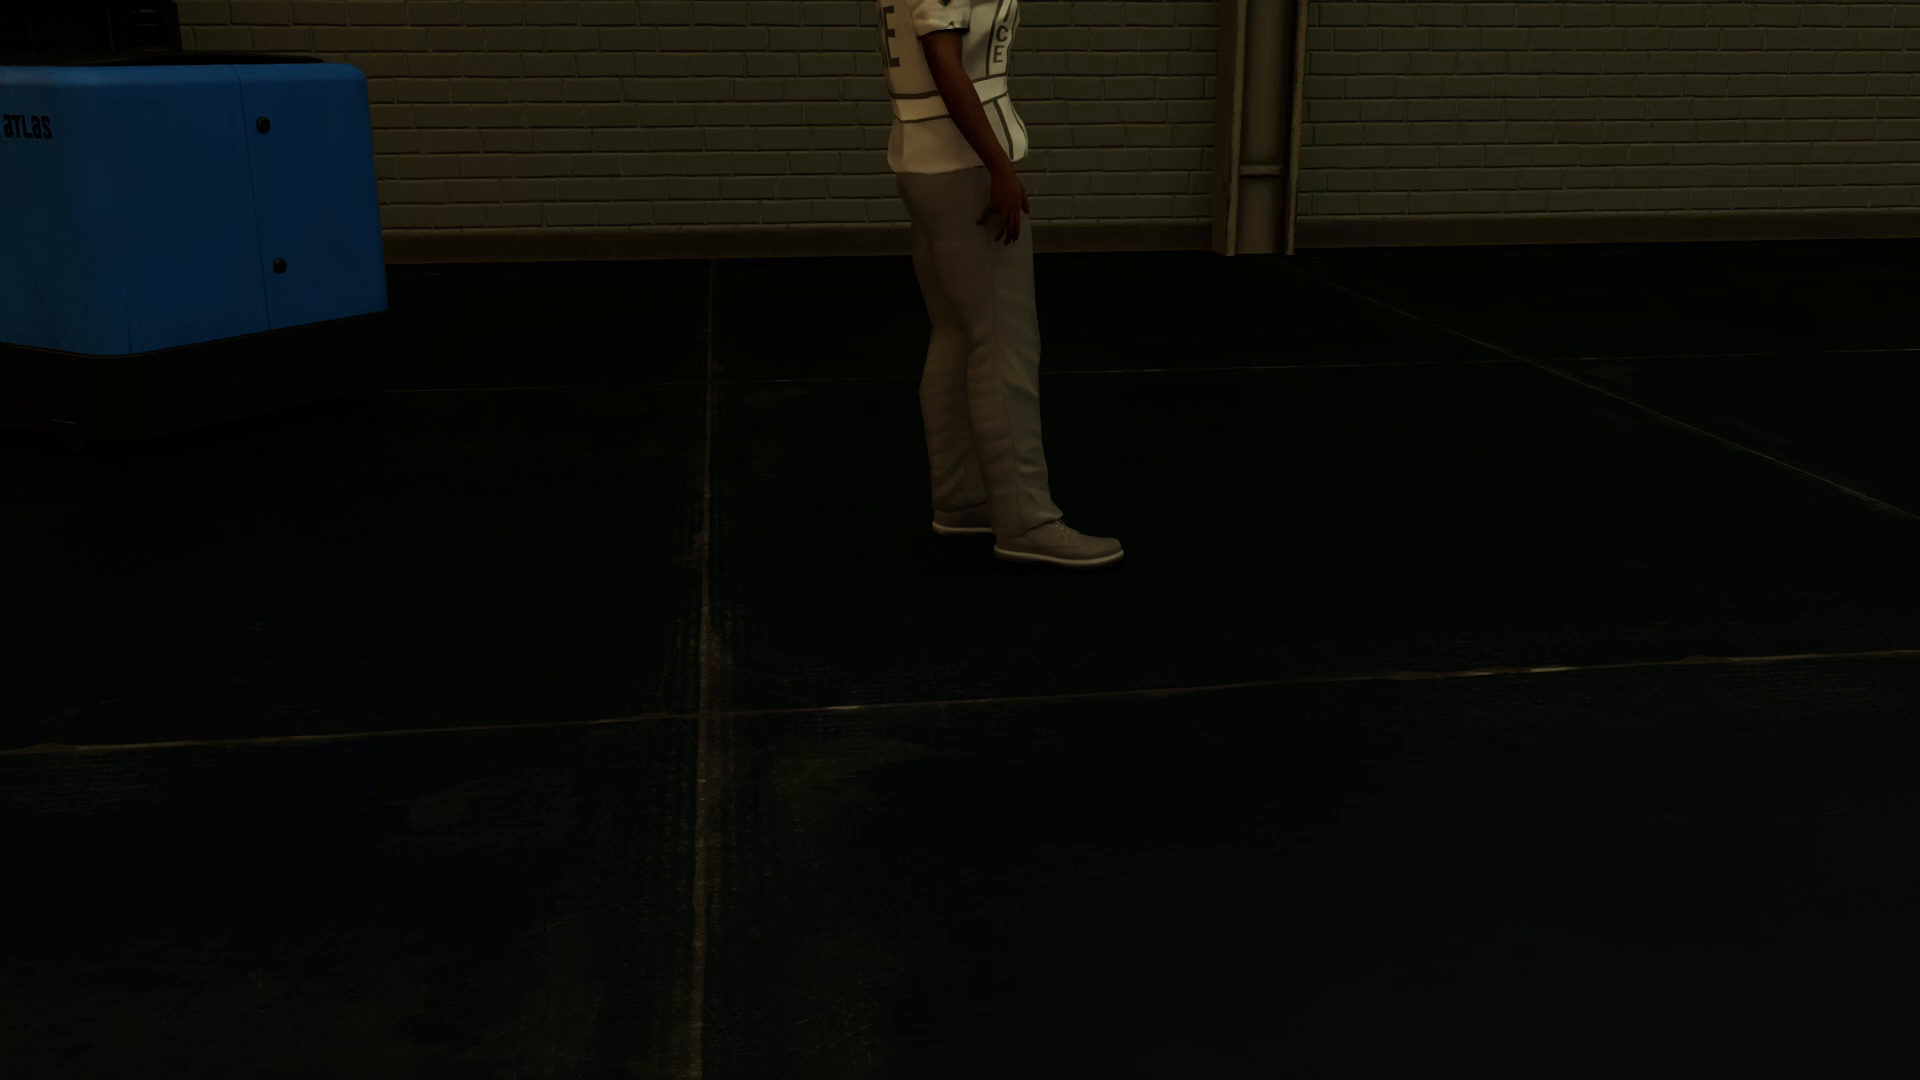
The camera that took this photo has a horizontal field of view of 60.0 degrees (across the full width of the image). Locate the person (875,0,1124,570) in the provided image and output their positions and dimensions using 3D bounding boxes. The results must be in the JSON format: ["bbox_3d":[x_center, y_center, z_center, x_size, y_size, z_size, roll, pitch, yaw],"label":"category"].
[{"bbox_3d":[0.077,-0.814,3.711,0.530,1.692,0.569,-2,17,-8],"label":"person"}]

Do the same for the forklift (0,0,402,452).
[{"bbox_3d":[-3.358,-1.942,5.331,3.031,2.935,1.130,9,19,28],"label":"forklift"}]
